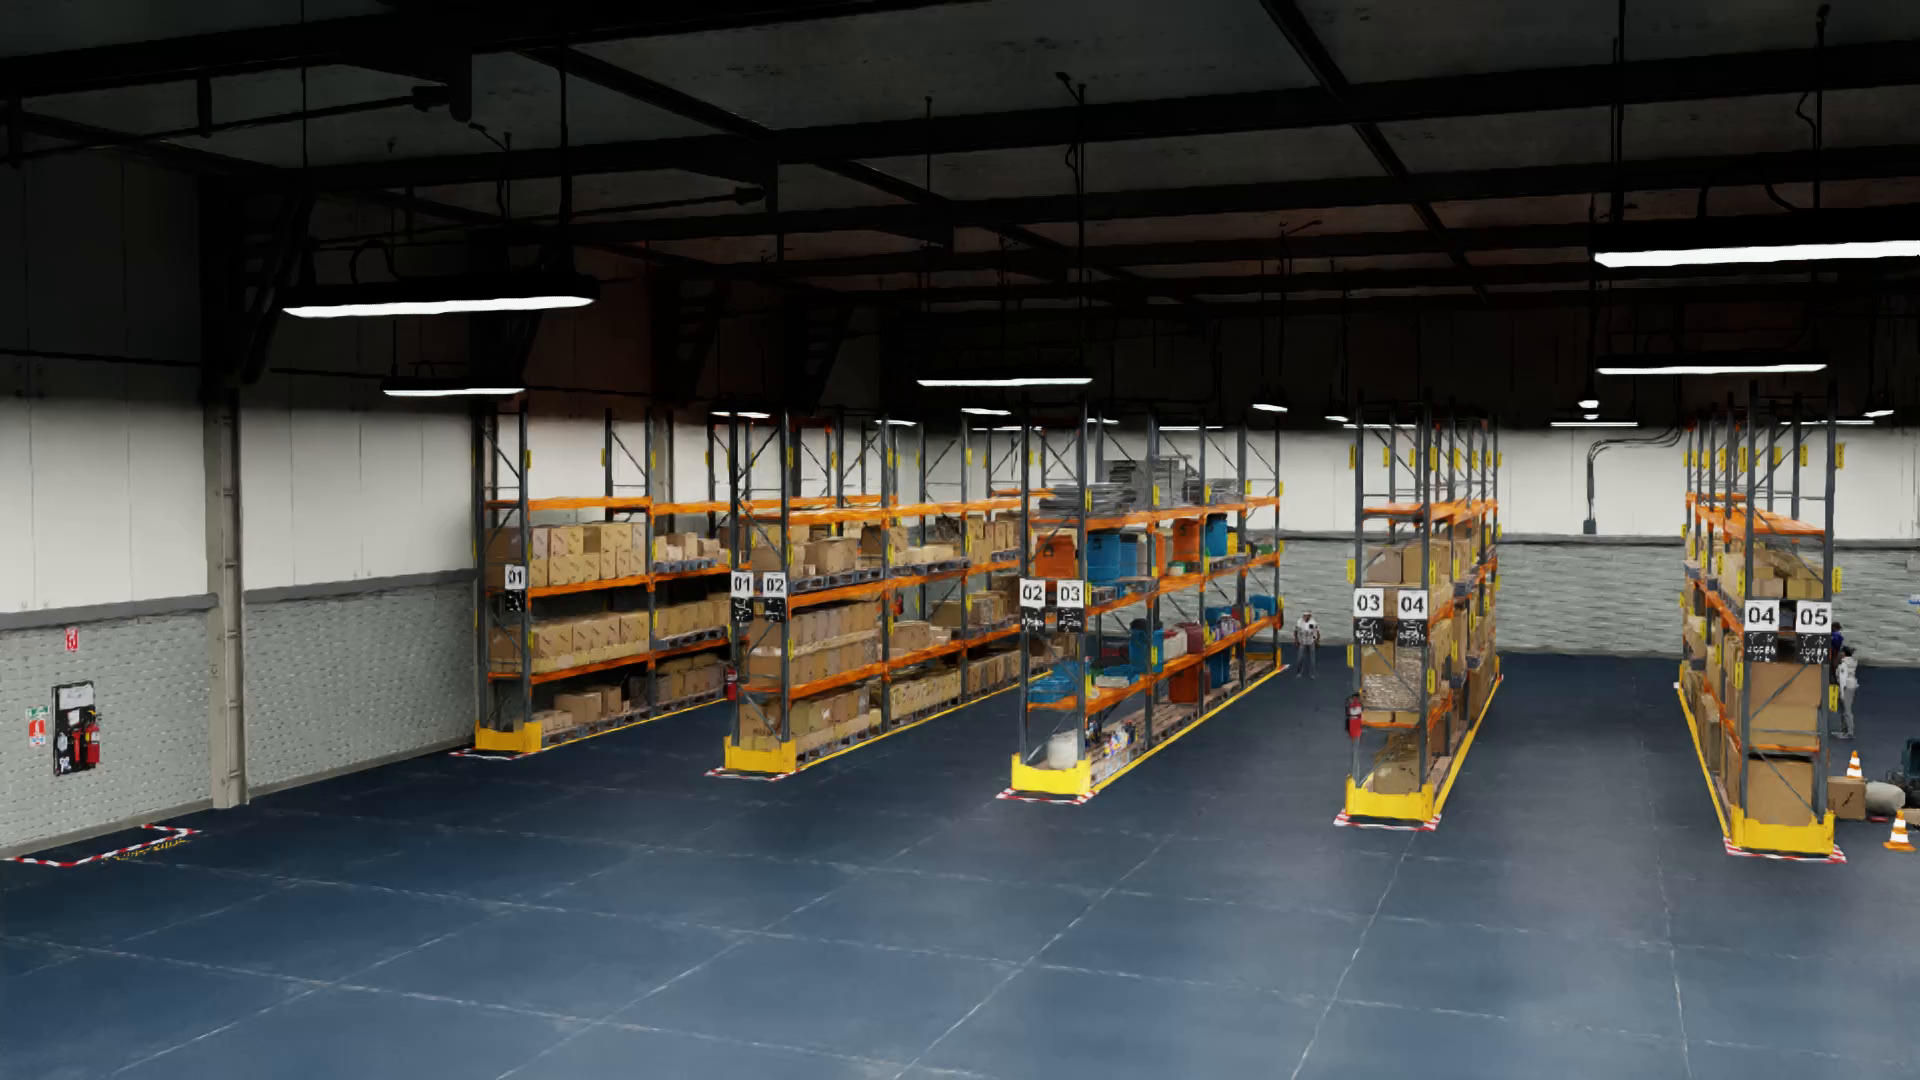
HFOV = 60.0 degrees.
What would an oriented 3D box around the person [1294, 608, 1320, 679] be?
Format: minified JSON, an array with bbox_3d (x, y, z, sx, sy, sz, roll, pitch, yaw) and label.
[{"bbox_3d":[7.905,2.355,37.890,0.592,1.625,0.531,1,3,18],"label":"person"}]

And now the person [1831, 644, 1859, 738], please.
[{"bbox_3d":[15.869,2.703,29.848,0.525,1.677,0.455,-2,4,-39],"label":"person"}]

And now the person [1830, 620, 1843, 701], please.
[{"bbox_3d":[18.175,2.489,34.546,0.555,1.645,0.658,2,3,31],"label":"person"}]
